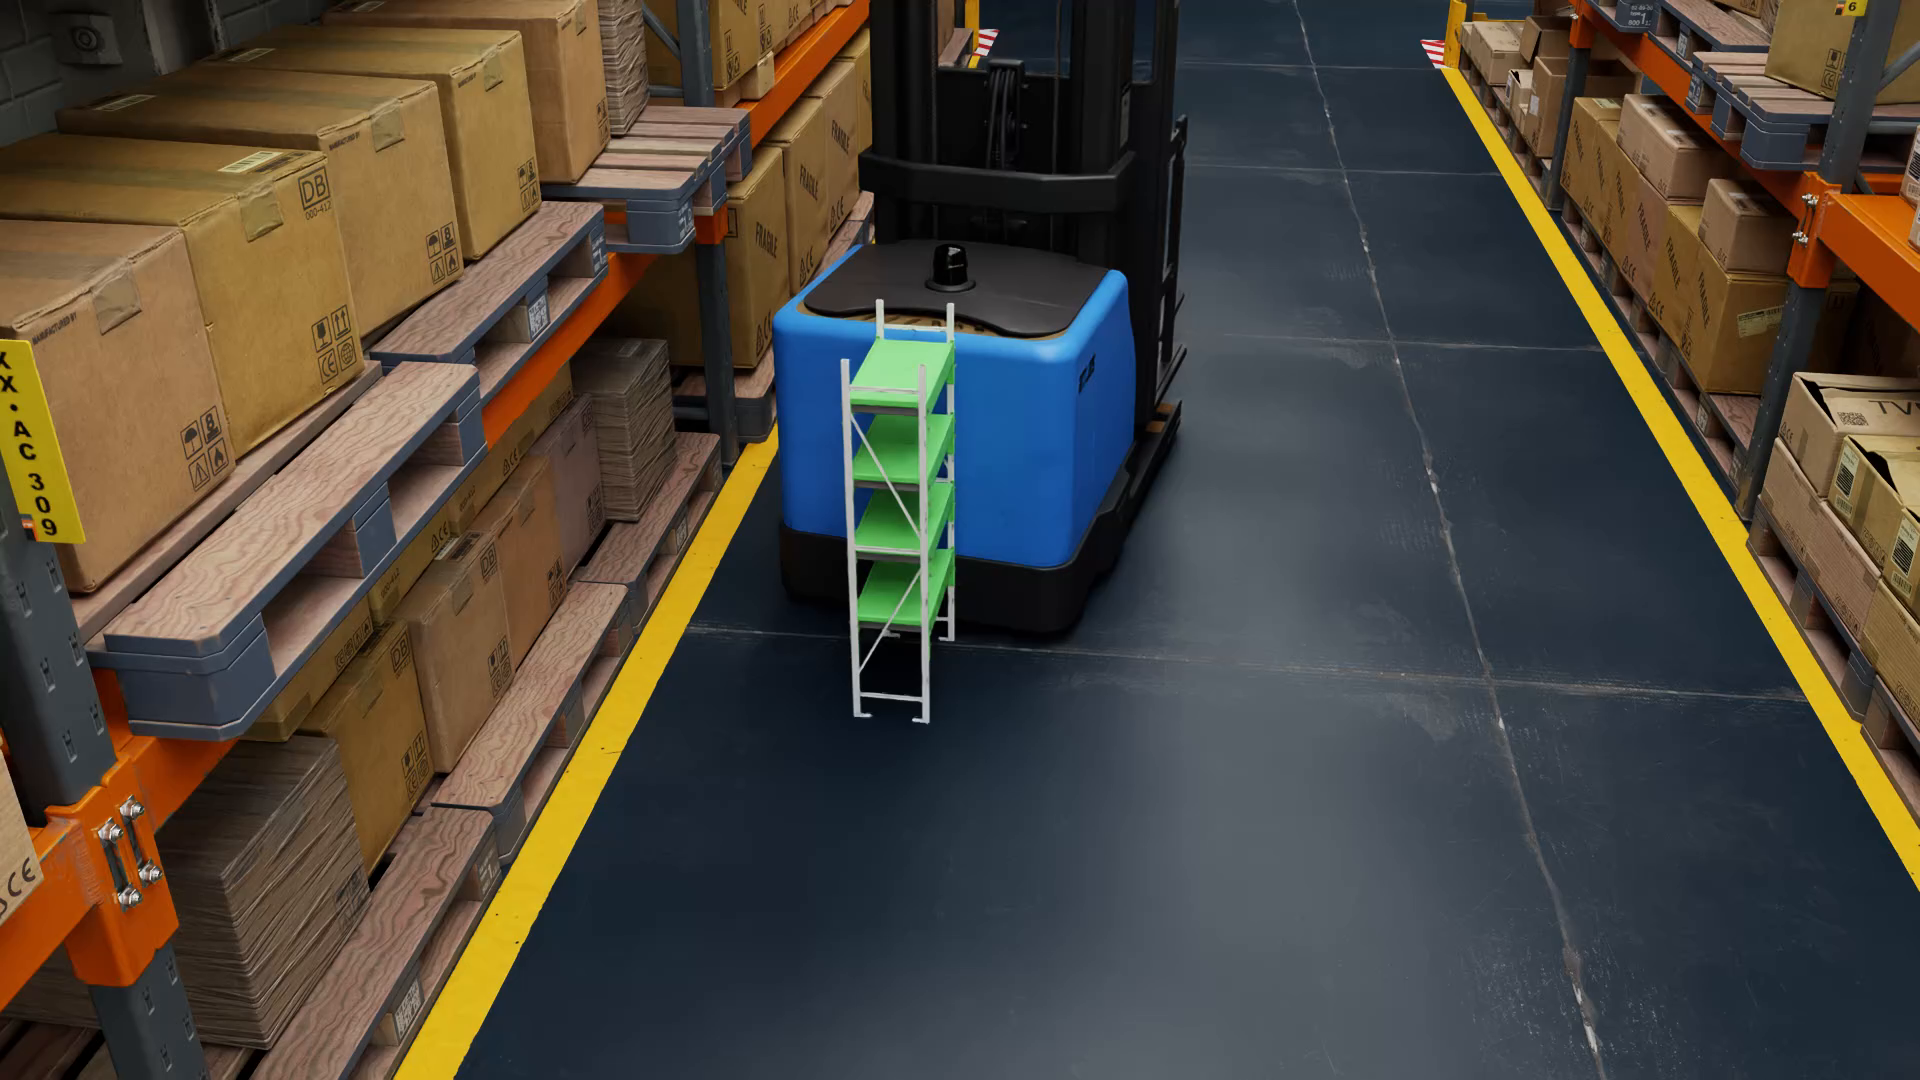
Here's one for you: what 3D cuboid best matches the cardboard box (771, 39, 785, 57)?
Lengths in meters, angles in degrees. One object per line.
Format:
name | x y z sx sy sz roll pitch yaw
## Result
cardboard box | -1.017 -2.318 7.633 0.380 0.149 0.250 4 29 7

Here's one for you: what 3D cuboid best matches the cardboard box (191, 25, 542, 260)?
cardboard box | -1.596 -1.099 4.557 0.700 0.500 0.500 3 28 6

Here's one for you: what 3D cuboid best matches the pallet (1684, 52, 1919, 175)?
pallet | 3.513 -1.623 6.302 1.213 0.211 1.003 3 28 6

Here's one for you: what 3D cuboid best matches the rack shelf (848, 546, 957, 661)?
rack shelf | -0.175 0.186 5.280 0.258 0.148 0.480 4 29 8

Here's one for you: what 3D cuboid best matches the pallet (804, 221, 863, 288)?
pallet | -1.094 -1.382 8.593 1.003 0.211 1.213 3 28 6

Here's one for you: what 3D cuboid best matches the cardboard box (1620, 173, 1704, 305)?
cardboard box | 3.503 -1.422 7.899 0.500 0.500 0.500 2 28 4

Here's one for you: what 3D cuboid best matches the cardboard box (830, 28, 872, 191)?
cardboard box | -0.878 -2.478 9.511 0.750 0.750 0.750 4 29 7

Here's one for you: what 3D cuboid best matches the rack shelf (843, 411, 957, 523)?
rack shelf | -0.175 -0.237 5.053 0.258 0.148 0.480 4 29 8

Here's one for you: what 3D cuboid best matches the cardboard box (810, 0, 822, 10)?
cardboard box | -0.912 -2.793 7.832 0.500 0.500 0.500 4 29 8

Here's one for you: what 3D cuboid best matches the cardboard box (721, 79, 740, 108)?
cardboard box | -1.108 -1.828 6.725 0.380 0.149 0.250 4 29 7

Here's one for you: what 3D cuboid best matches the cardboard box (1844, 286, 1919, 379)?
cardboard box | 3.839 -0.675 6.513 0.500 0.500 0.500 5 29 8

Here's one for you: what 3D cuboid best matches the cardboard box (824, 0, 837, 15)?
cardboard box | -0.842 -2.798 8.524 0.380 0.149 0.250 3 28 6

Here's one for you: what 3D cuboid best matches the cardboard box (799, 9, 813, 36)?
cardboard box | -0.931 -2.556 8.076 0.380 0.149 0.250 4 29 8

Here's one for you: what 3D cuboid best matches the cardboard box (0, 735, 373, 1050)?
cardboard box | -1.834 0.772 3.827 0.700 0.500 0.500 4 29 8

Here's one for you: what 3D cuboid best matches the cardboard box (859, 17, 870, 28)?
cardboard box | -0.511 -3.420 10.944 0.380 0.149 0.250 4 29 8

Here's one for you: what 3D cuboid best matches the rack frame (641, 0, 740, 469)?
rack frame | -1.417 -1.671 6.188 1.000 3.000 0.127 3 28 6

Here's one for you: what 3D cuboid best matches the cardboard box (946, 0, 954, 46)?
cardboard box | -0.424 -4.185 13.049 0.700 0.500 0.500 3 28 6

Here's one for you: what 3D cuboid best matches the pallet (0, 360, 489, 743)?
pallet | -1.669 -0.055 3.391 1.003 0.211 1.213 3 28 6

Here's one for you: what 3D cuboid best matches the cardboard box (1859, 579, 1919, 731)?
cardboard box | 3.025 0.352 4.890 0.500 0.250 0.500 3 28 5

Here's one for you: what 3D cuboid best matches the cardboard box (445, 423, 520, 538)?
cardboard box | -1.644 -0.245 4.923 0.500 0.250 0.500 3 28 6

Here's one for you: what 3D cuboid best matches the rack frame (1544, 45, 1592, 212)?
rack frame | 3.990 -3.267 9.152 1.000 3.000 0.127 3 28 6

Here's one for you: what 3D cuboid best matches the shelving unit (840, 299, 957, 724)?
shelving unit | -0.175 -0.082 5.136 0.258 1.200 0.503 4 29 8

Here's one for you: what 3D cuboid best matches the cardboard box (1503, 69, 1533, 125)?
cardboard box | 3.870 -2.915 10.869 0.500 0.311 0.500 3 28 6

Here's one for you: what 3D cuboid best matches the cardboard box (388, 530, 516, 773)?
cardboard box | -1.718 0.288 4.725 0.700 0.500 0.500 4 29 7

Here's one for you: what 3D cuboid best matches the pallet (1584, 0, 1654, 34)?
pallet | 3.783 -2.813 8.511 1.003 0.211 1.213 3 28 6

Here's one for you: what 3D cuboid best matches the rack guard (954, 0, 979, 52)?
rack guard | -0.434 -4.347 13.792 1.175 0.500 0.348 3 28 6

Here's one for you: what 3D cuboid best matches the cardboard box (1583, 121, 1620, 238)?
cardboard box | 3.634 -1.895 8.777 0.500 0.500 0.500 4 29 7

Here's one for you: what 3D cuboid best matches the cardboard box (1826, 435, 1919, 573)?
cardboard box | 3.088 -0.128 5.191 0.500 0.311 0.500 3 28 5

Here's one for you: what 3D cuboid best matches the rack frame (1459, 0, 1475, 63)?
rack frame | 4.480 -5.150 12.647 1.000 3.000 0.127 3 28 6

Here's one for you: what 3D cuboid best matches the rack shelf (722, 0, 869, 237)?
rack shelf | -1.172 -2.295 8.106 1.077 0.370 4.000 3 28 6

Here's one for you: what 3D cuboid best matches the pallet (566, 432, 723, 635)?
pallet | -1.515 -0.075 6.167 1.003 0.211 1.213 3 28 6

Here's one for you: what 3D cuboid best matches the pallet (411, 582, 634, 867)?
pallet | -1.667 0.497 5.104 1.003 0.211 1.213 3 28 6

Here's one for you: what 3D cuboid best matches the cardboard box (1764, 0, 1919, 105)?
cardboard box | 3.465 -1.916 6.096 0.700 0.500 0.500 -6 29 -11

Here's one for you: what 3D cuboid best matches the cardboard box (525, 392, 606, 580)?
cardboard box | -1.632 -0.186 5.604 0.700 0.500 0.500 3 28 6

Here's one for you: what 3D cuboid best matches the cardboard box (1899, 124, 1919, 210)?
cardboard box | 3.412 -1.177 5.365 0.500 0.311 0.500 5 29 9

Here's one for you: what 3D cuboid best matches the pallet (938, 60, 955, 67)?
pallet | -0.609 -3.255 12.069 1.003 0.211 1.213 3 28 6

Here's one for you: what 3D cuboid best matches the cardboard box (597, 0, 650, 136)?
cardboard box | -1.465 -1.686 5.648 0.700 0.500 0.500 0 28 0

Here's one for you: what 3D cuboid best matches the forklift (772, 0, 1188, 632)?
forklift | 0.302 -1.666 6.252 1.130 2.935 3.031 8 29 15

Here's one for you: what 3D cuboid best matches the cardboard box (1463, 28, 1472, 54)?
cardboard box | 4.057 -3.802 12.667 0.380 0.166 0.250 3 28 6

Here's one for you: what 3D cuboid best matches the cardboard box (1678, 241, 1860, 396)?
cardboard box | 3.381 -0.932 6.988 0.500 0.500 0.500 4 29 8

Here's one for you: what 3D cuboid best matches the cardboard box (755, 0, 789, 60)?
cardboard box | -1.030 -2.314 6.943 0.500 0.500 0.500 4 29 8

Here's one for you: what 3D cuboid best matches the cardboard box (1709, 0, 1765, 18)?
cardboard box | 3.834 -2.661 7.478 0.700 0.500 0.500 -4 29 -7

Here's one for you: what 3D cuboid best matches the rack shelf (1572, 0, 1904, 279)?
rack shelf | 3.745 -2.009 7.575 1.077 0.370 4.000 3 28 6

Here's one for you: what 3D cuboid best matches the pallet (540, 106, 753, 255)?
pallet | -1.399 -1.244 5.600 1.213 0.211 1.003 3 28 6

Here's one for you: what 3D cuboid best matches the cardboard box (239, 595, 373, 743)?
cardboard box | -1.783 0.234 4.034 0.500 0.250 0.500 3 28 5

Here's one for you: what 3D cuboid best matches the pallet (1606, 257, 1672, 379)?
pallet | 3.780 -1.079 8.030 1.003 0.211 1.213 3 28 6

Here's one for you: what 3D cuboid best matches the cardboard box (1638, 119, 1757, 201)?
cardboard box | 3.505 -1.770 7.754 0.500 0.250 0.500 3 28 5

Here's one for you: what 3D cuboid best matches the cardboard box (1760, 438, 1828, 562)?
cardboard box | 3.144 -0.129 5.784 0.500 0.250 0.500 3 28 6

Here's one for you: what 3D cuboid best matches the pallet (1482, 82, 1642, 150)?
pallet | 4.222 -2.939 11.482 1.003 0.211 1.213 3 28 6

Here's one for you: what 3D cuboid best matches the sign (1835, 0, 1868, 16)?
sign | 2.960 -1.886 5.452 0.100 0.325 0.005 3 28 6

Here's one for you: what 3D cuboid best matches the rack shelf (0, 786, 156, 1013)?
rack shelf | -2.153 1.470 1.116 1.077 0.370 4.000 3 28 6

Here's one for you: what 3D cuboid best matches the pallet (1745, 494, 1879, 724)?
pallet | 3.360 0.228 5.603 1.003 0.211 1.213 3 28 6

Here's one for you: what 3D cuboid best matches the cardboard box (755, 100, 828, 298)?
cardboard box | -1.083 -1.660 7.992 0.750 0.750 0.750 3 28 6

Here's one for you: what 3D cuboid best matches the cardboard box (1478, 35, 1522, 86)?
cardboard box | 4.009 -3.423 11.877 0.500 0.250 0.500 3 28 6

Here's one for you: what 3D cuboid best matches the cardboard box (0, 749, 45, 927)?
cardboard box | -1.665 0.510 2.278 0.500 0.250 0.500 3 29 6

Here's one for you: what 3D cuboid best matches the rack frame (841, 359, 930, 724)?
rack frame | -0.214 0.033 4.924 0.240 1.200 0.015 4 29 8

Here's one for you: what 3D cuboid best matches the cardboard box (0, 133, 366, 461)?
cardboard box | -1.736 -0.526 3.494 0.700 0.500 0.500 6 29 11

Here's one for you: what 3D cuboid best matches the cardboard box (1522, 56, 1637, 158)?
cardboard box | 3.778 -2.645 10.169 0.500 0.500 0.500 3 28 6
